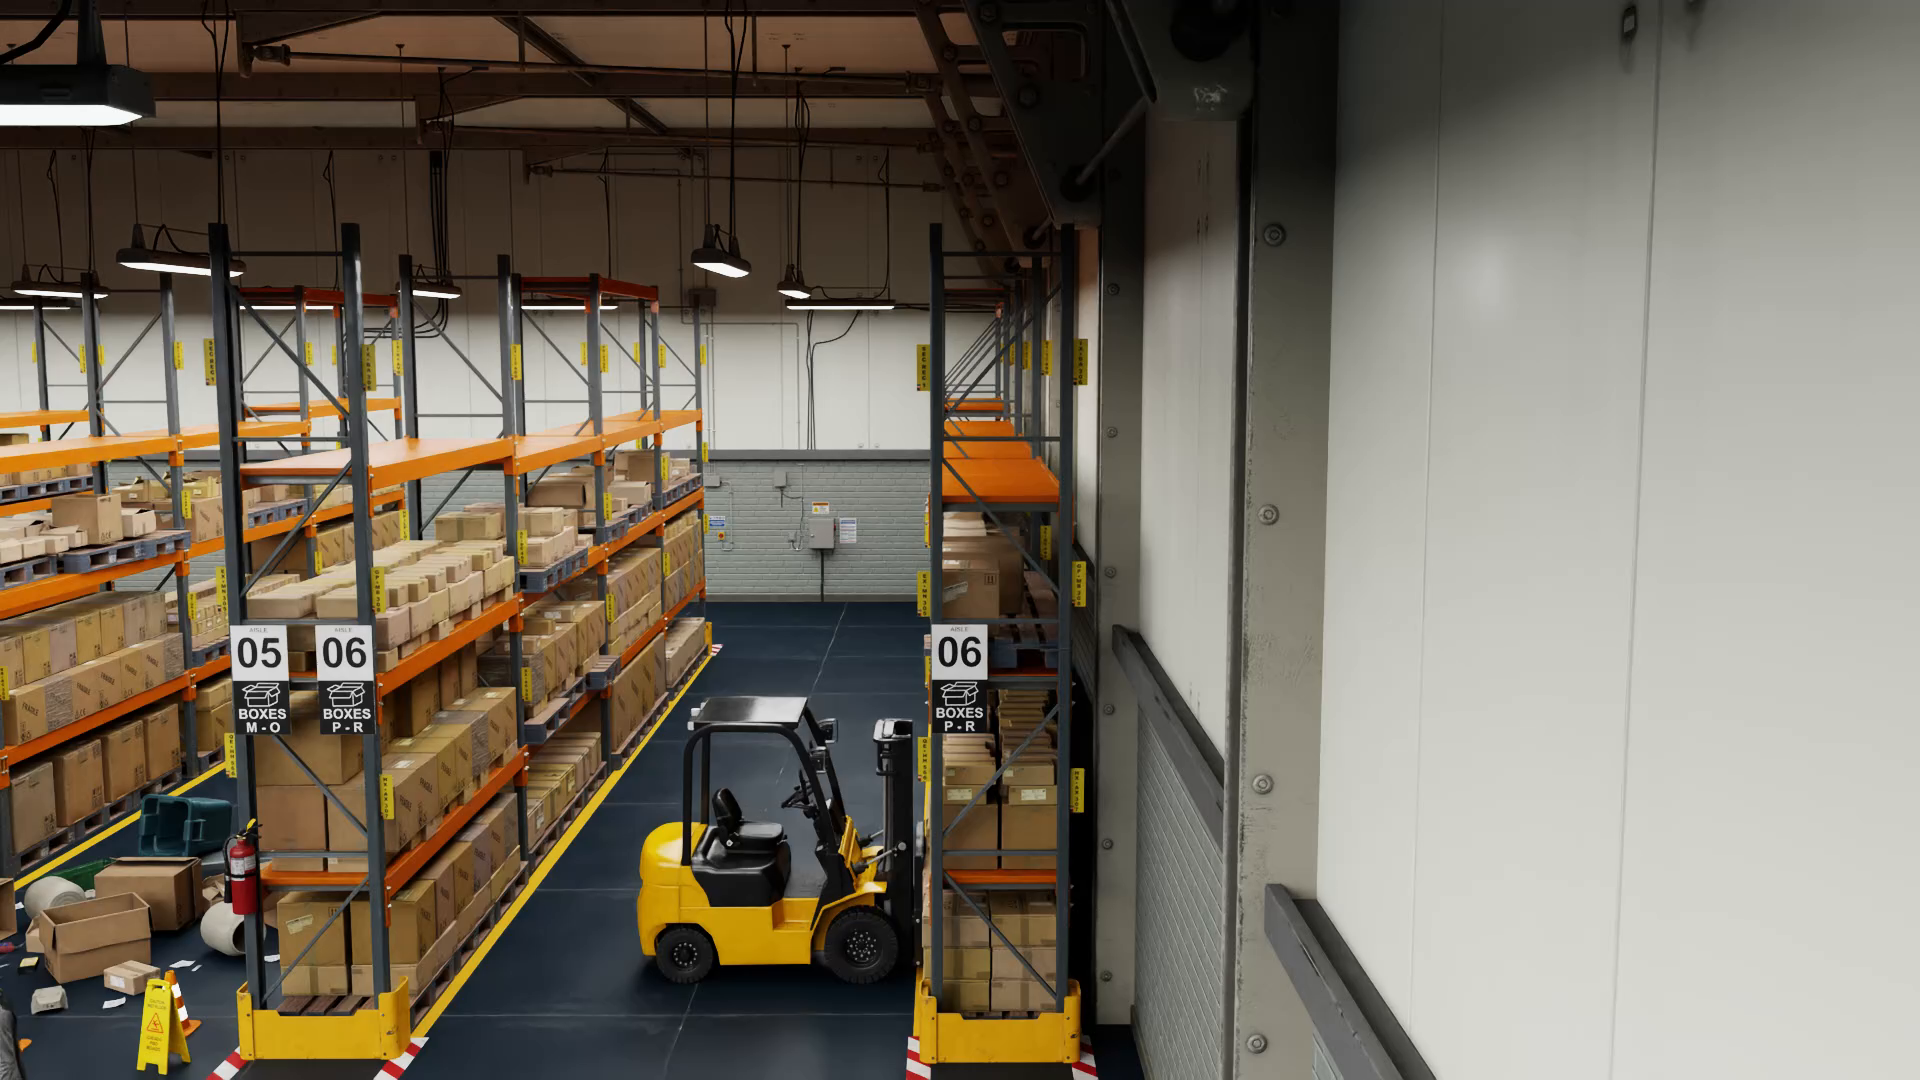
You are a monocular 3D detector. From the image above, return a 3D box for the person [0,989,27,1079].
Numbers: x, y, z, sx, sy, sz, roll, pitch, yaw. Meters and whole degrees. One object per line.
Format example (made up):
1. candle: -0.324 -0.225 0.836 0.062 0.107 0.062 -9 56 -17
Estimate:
1. person: -5.595 3.221 9.454 0.679 1.725 0.646 -4 8 -30
